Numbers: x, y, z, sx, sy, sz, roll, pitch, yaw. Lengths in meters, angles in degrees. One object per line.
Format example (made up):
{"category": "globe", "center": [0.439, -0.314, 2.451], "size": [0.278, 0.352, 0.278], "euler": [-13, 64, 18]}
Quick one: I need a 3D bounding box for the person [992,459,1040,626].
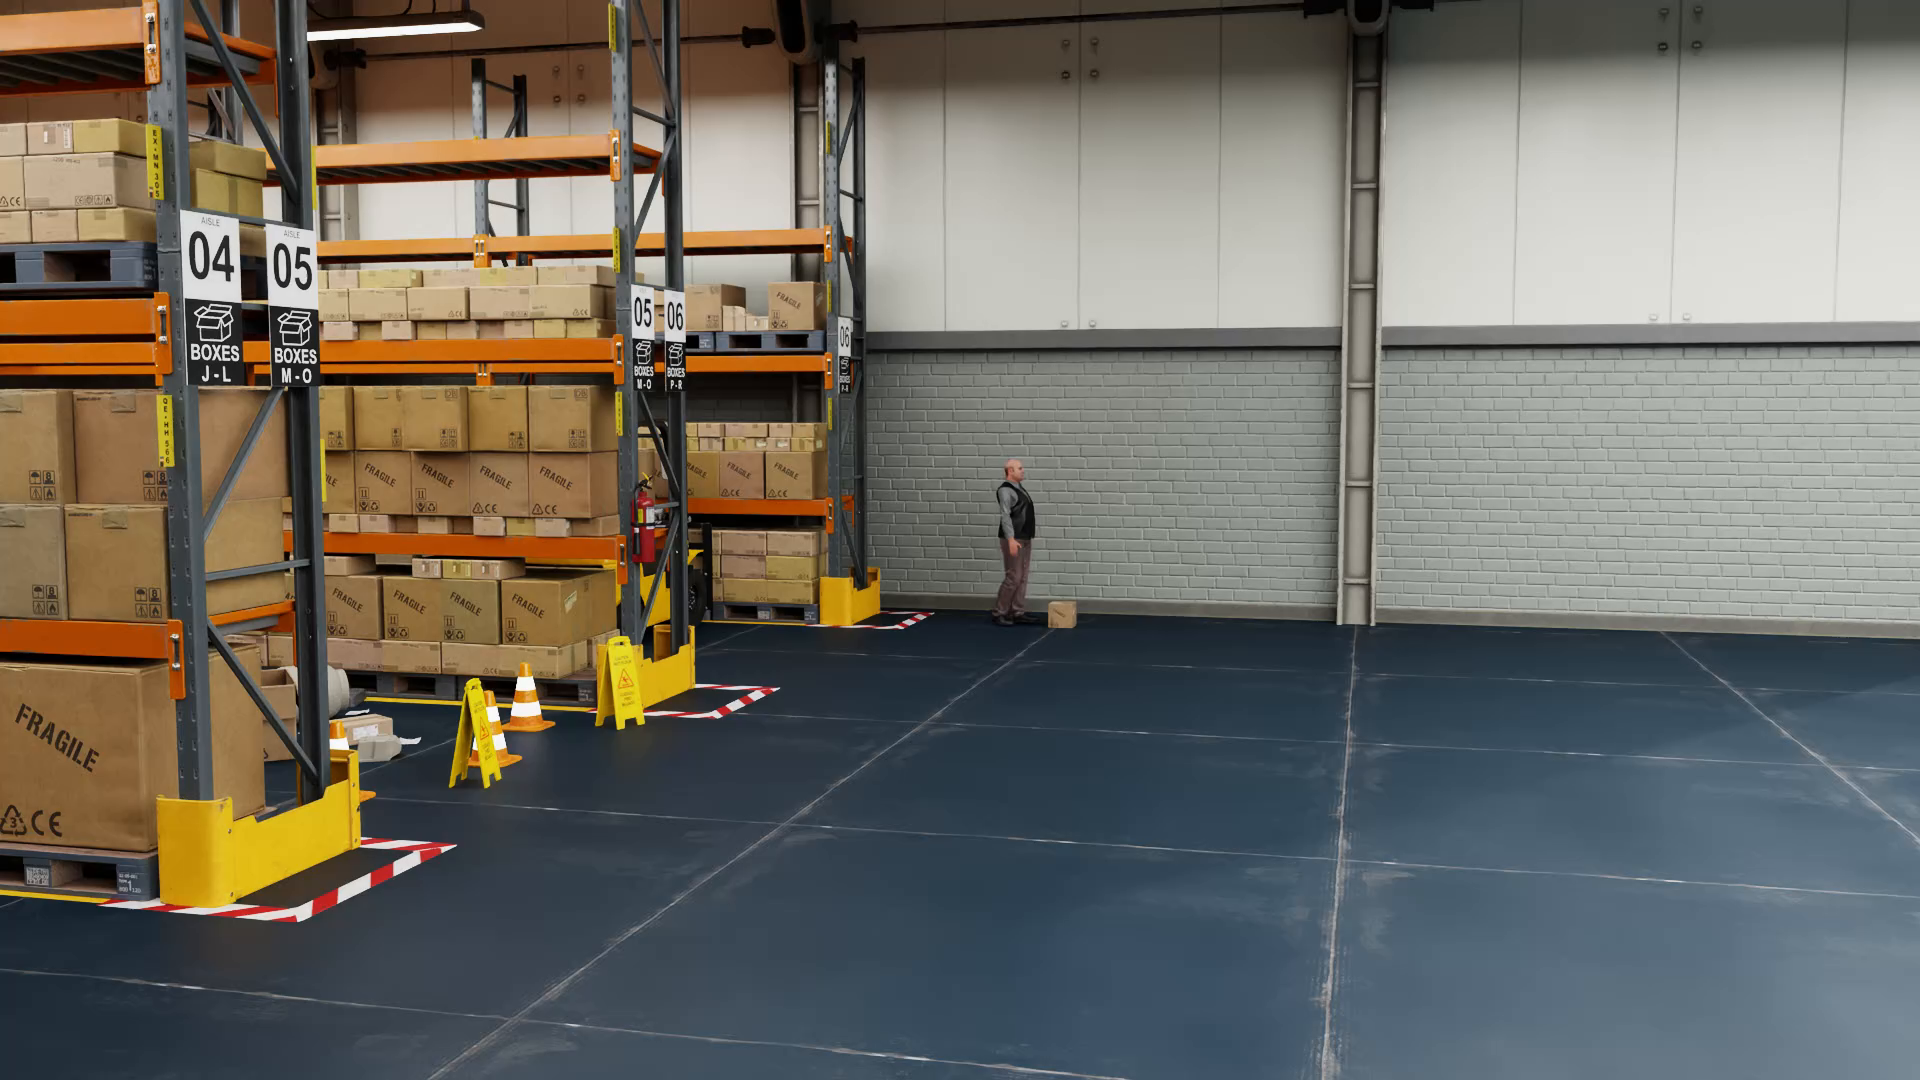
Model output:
{"category": "person", "center": [0.580, 0.022, 17.298], "size": [0.453, 1.722, 0.562], "euler": [2, 5, 21]}
